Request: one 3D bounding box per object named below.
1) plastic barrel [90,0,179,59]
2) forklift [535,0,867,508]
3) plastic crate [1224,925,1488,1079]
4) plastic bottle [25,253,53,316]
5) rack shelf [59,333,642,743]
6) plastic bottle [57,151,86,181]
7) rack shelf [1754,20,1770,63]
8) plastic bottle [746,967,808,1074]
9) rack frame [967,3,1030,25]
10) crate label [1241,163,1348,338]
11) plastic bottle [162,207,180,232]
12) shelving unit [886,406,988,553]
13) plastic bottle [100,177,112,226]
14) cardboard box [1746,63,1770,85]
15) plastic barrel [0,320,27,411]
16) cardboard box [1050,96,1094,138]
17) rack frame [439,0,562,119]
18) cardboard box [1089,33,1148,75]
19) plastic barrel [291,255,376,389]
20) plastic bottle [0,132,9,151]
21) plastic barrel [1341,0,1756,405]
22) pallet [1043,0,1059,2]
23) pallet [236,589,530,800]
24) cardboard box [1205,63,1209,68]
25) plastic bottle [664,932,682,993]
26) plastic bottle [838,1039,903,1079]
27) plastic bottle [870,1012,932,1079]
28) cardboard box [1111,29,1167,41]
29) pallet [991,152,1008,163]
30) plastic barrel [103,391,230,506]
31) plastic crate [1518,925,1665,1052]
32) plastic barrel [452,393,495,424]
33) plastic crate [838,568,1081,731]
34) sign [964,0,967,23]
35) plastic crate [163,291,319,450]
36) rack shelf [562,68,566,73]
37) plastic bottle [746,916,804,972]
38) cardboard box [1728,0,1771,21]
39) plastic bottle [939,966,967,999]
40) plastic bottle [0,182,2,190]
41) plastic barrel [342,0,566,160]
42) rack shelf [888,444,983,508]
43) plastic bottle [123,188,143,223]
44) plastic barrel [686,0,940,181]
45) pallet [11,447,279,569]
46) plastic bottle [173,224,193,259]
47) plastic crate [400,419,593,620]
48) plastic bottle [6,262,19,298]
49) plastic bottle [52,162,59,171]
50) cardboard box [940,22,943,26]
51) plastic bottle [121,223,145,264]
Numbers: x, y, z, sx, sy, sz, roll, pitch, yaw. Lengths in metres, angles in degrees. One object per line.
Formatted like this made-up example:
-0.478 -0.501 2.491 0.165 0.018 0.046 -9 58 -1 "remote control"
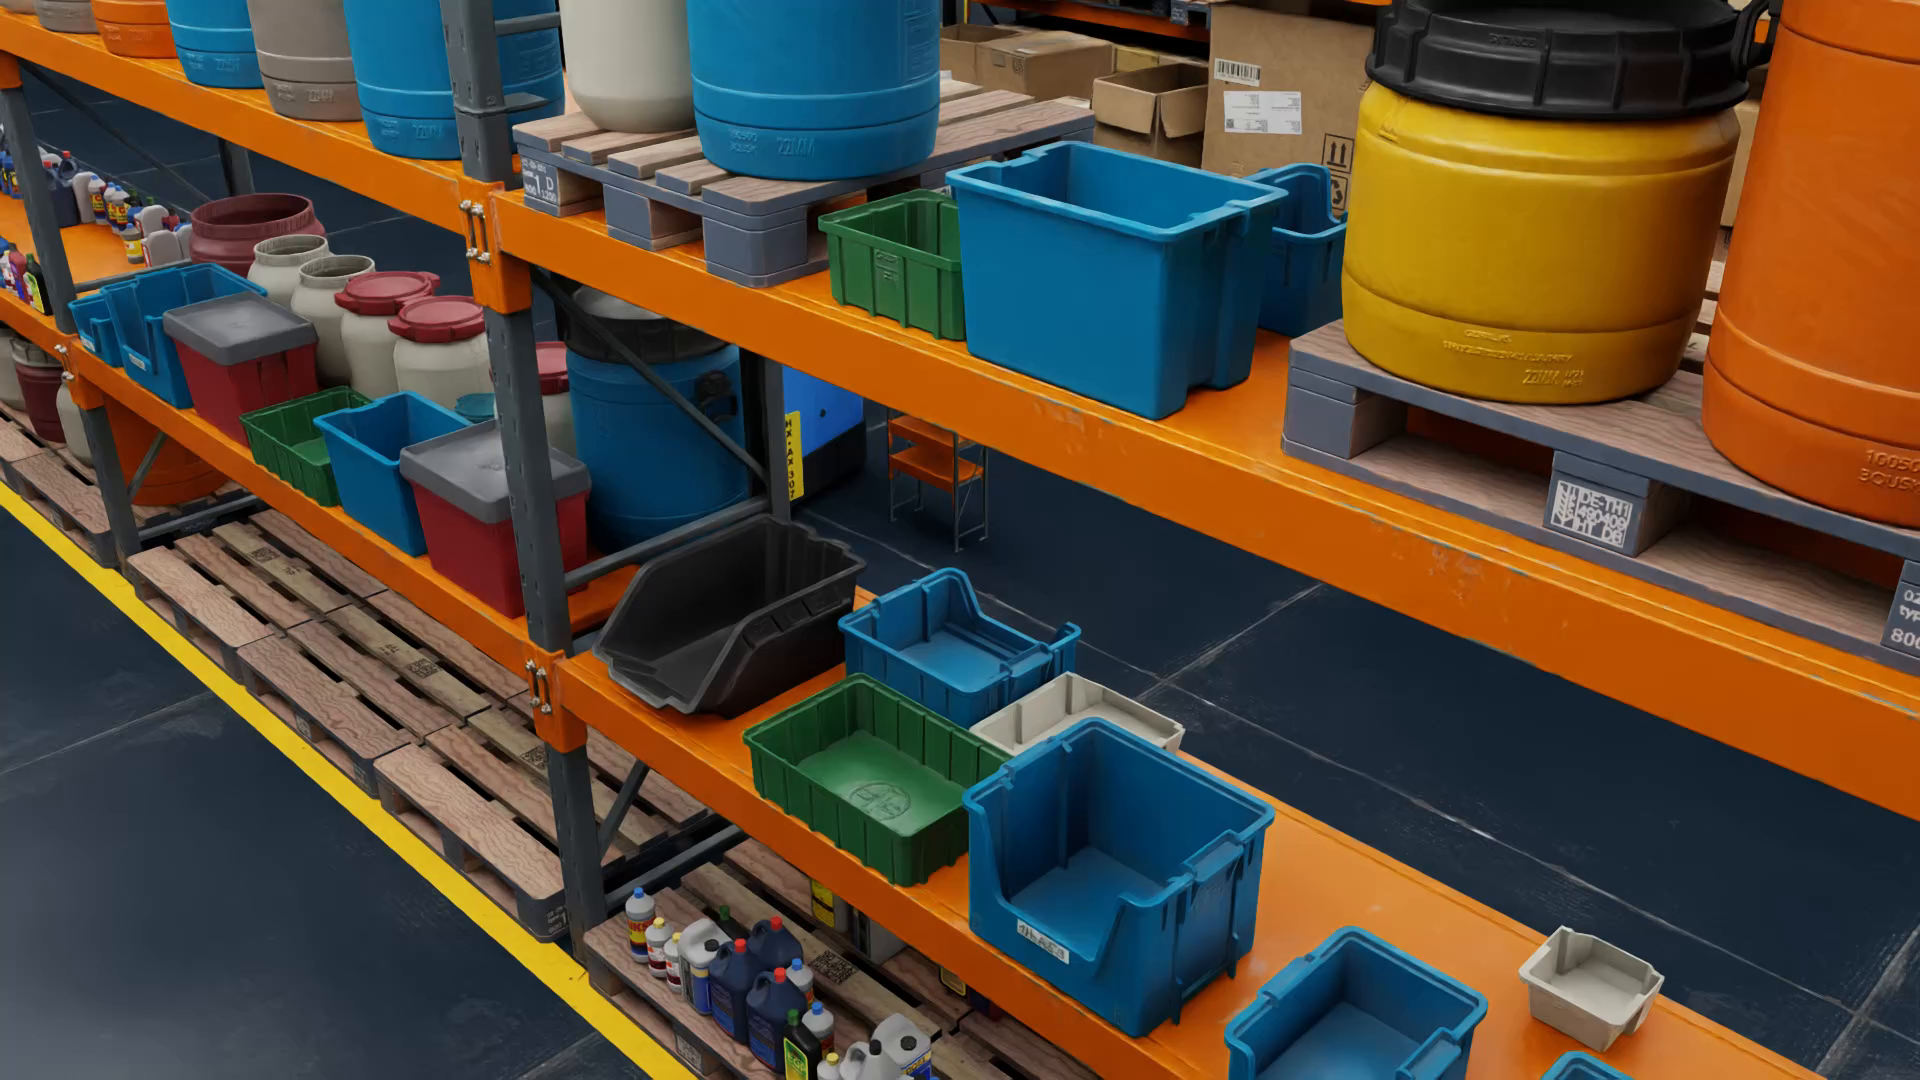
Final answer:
-2.935 -2.255 6.131 0.708 0.830 0.600 25 36 38 "plastic barrel"
-2.057 -1.881 9.178 3.031 2.935 1.130 16 32 27 "forklift"
0.844 1.108 3.580 0.408 0.251 0.499 25 36 38 "plastic crate"
-4.422 -1.229 7.990 0.133 0.283 0.061 25 36 38 "plastic bottle"
-2.409 -0.320 6.908 4.000 0.370 1.077 25 36 38 "rack shelf"
-5.017 -2.023 9.428 0.185 0.351 0.144 25 36 38 "plastic bottle"
3.916 -1.986 6.853 4.000 0.370 1.077 25 36 38 "rack shelf"
-0.563 1.455 5.133 0.185 0.351 0.144 23 35 36 "plastic bottle"
0.335 -5.852 16.657 0.127 3.000 1.000 25 36 38 "rack frame"
0.767 -0.662 3.724 0.408 0.251 0.502 25 36 38 "crate label"
-4.119 -1.610 8.714 0.133 0.283 0.061 25 36 38 "plastic bottle"
-0.118 -0.585 8.573 0.503 1.200 0.258 25 36 38 "shelving unit"
-4.709 -1.880 9.227 0.133 0.283 0.061 25 36 38 "plastic bottle"
3.717 -1.866 7.574 0.500 0.500 0.500 25 36 38 "cardboard box"
-5.466 -1.052 9.750 0.421 0.512 0.421 0 28 0 "plastic barrel"
0.672 -2.431 9.859 0.500 0.250 0.500 23 36 37 "cardboard box"
-0.982 -2.641 4.103 0.127 3.000 1.000 25 36 38 "rack frame"
1.419 -4.594 15.693 0.500 0.250 0.500 -24 36 -37 "cardboard box"
-2.651 -0.938 7.190 0.421 0.512 0.421 0 28 0 "plastic barrel"
-5.670 -2.322 9.996 0.185 0.351 0.144 25 36 38 "plastic bottle"
0.968 -0.607 2.805 0.600 0.588 0.600 0 28 0 "plastic barrel"
0.778 -5.470 16.136 1.213 0.211 1.003 25 36 38 "pallet"
-2.444 0.607 7.368 1.213 0.211 1.003 25 36 38 "pallet"
2.516 -4.095 14.743 0.500 0.250 0.500 24 36 37 "cardboard box"
-0.918 1.374 5.447 0.097 0.201 0.097 0 28 0 "plastic bottle"
-0.260 1.594 4.870 0.185 0.351 0.144 24 36 38 "plastic bottle"
-0.174 1.569 4.996 0.135 0.276 0.152 25 36 38 "plastic bottle"
1.787 -4.765 16.018 0.500 0.250 0.500 23 35 36 "cardboard box"
0.221 -2.652 10.777 1.003 0.211 1.213 25 36 38 "pallet"
-4.196 -0.670 8.681 0.708 0.830 0.600 25 36 38 "plastic barrel"
1.457 1.038 3.837 0.250 0.136 0.298 25 36 38 "plastic crate"
-1.819 -0.407 6.450 0.301 0.262 0.301 0 28 0 "plastic barrel"
-0.003 0.351 5.018 0.616 0.251 0.499 25 36 38 "plastic crate"
0.011 -3.595 11.205 0.005 0.325 0.100 25 36 38 "sign"
-2.897 -0.690 6.771 0.583 0.464 0.402 25 36 38 "plastic crate"
-1.788 -3.268 12.516 4.000 0.370 1.077 25 36 38 "rack shelf"
-0.597 1.346 5.341 0.185 0.351 0.144 25 36 38 "plastic bottle"
3.359 -2.322 6.881 0.500 0.250 0.500 23 35 36 "cardboard box"
-0.008 1.347 5.411 0.133 0.283 0.061 25 36 38 "plastic bottle"
-5.771 -2.274 9.905 0.185 0.351 0.144 25 36 38 "plastic bottle"
-1.497 -1.629 4.863 0.708 0.901 0.600 25 36 38 "plastic barrel"
-0.118 -0.350 8.697 0.480 0.148 0.258 25 36 38 "rack shelf"
-4.475 -1.772 9.023 0.133 0.283 0.061 25 36 38 "plastic bottle"
-0.348 -1.360 3.901 0.708 0.901 0.600 25 36 38 "plastic barrel"
-4.426 -0.300 9.093 1.213 0.211 1.003 25 36 38 "pallet"
-3.917 -1.484 8.483 0.135 0.276 0.152 25 36 38 "plastic bottle"
-1.542 -0.070 5.592 0.583 0.464 0.402 25 36 38 "plastic crate"
-4.656 -1.312 8.236 0.097 0.201 0.097 0 28 0 "plastic bottle"
-5.144 -2.022 9.510 0.097 0.271 0.097 0 28 0 "plastic bottle"
-0.337 -5.474 17.911 0.250 0.149 0.380 23 36 37 "cardboard box"
-4.321 -1.555 8.697 0.097 0.201 0.097 0 28 0 "plastic bottle"
